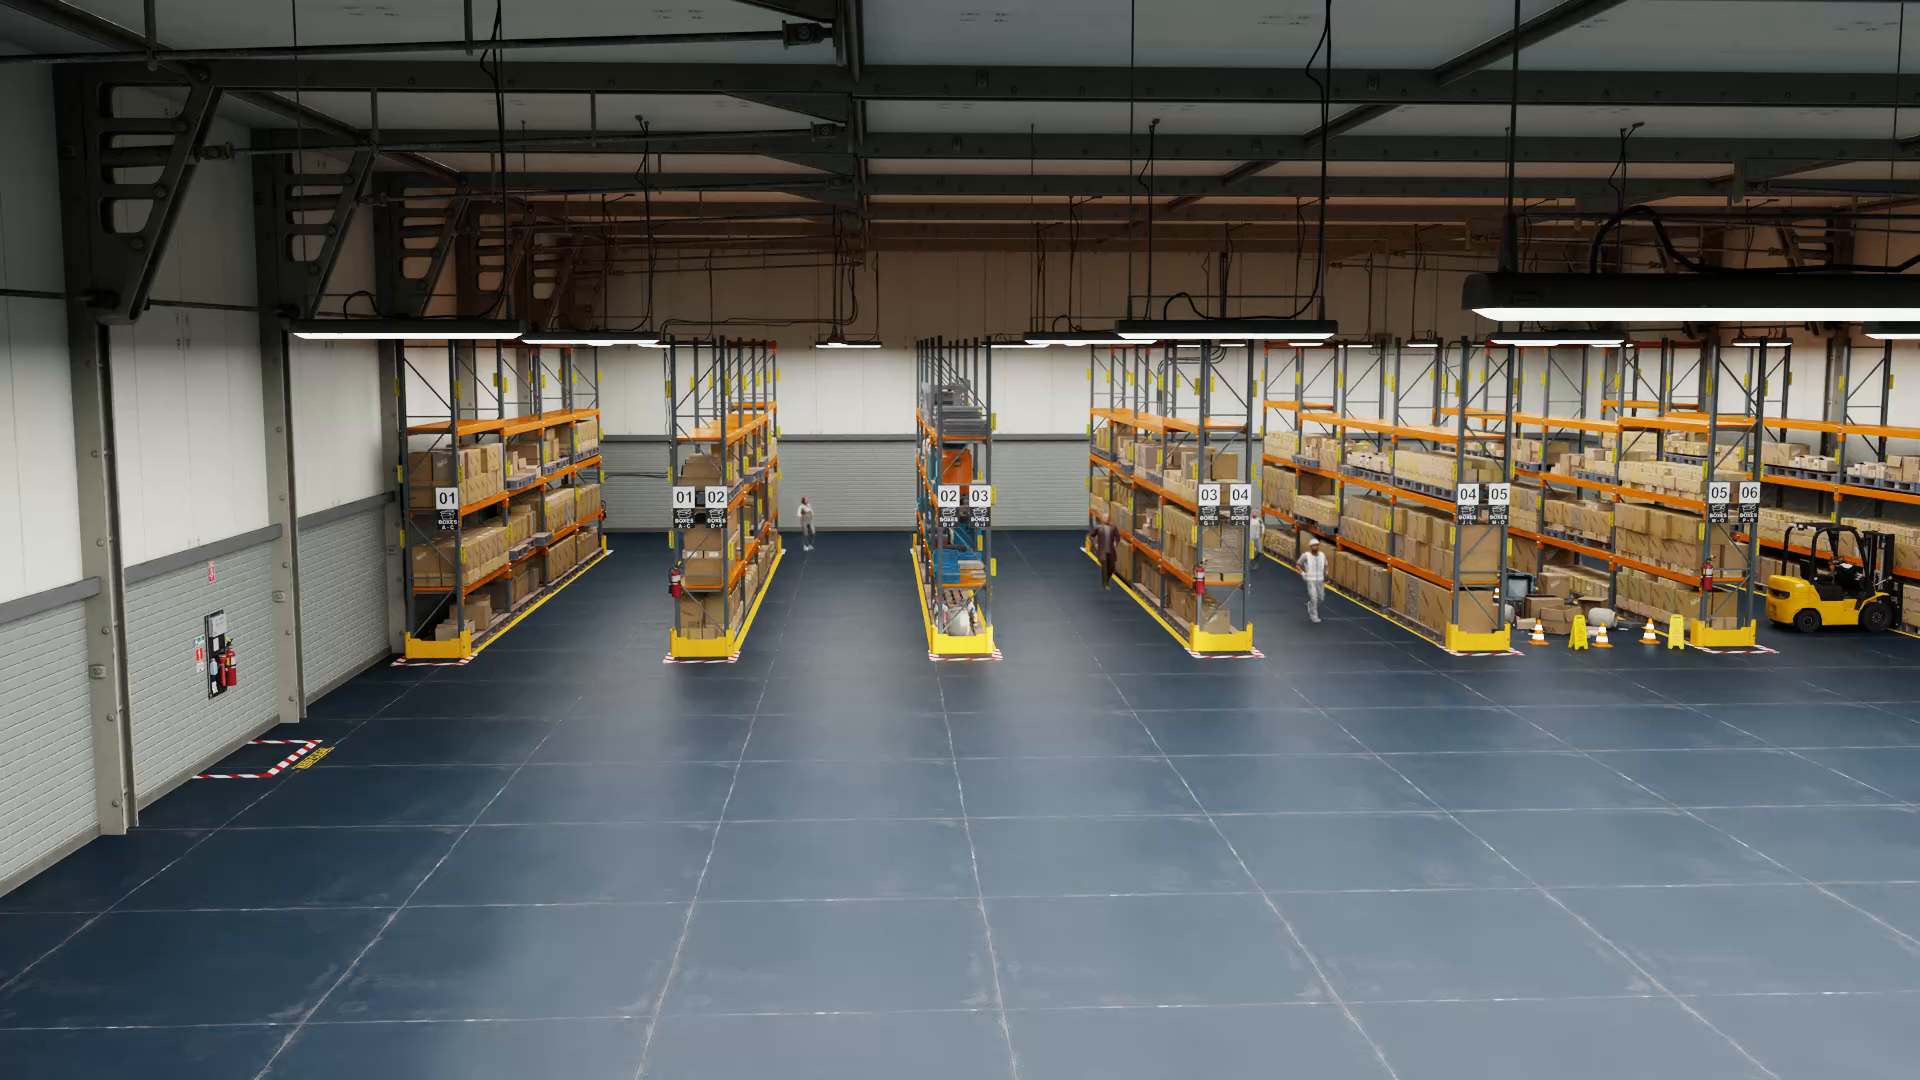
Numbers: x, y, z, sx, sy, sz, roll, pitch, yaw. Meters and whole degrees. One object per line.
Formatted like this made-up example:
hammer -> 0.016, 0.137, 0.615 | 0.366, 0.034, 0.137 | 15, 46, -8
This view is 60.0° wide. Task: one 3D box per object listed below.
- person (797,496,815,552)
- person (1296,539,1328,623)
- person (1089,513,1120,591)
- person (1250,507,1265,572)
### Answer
person -> -4.418, -0.455, 47.567 | 0.568, 1.609, 0.576 | -5, 8, -35
person -> 7.492, 0.854, 35.272 | 0.695, 1.750, 0.818 | -1, 7, -12
person -> 3.311, 0.270, 37.864 | 0.715, 1.755, 0.755 | -1, 7, -10
person -> 7.660, -0.015, 43.228 | 0.562, 1.690, 0.619 | 0, 6, -3
